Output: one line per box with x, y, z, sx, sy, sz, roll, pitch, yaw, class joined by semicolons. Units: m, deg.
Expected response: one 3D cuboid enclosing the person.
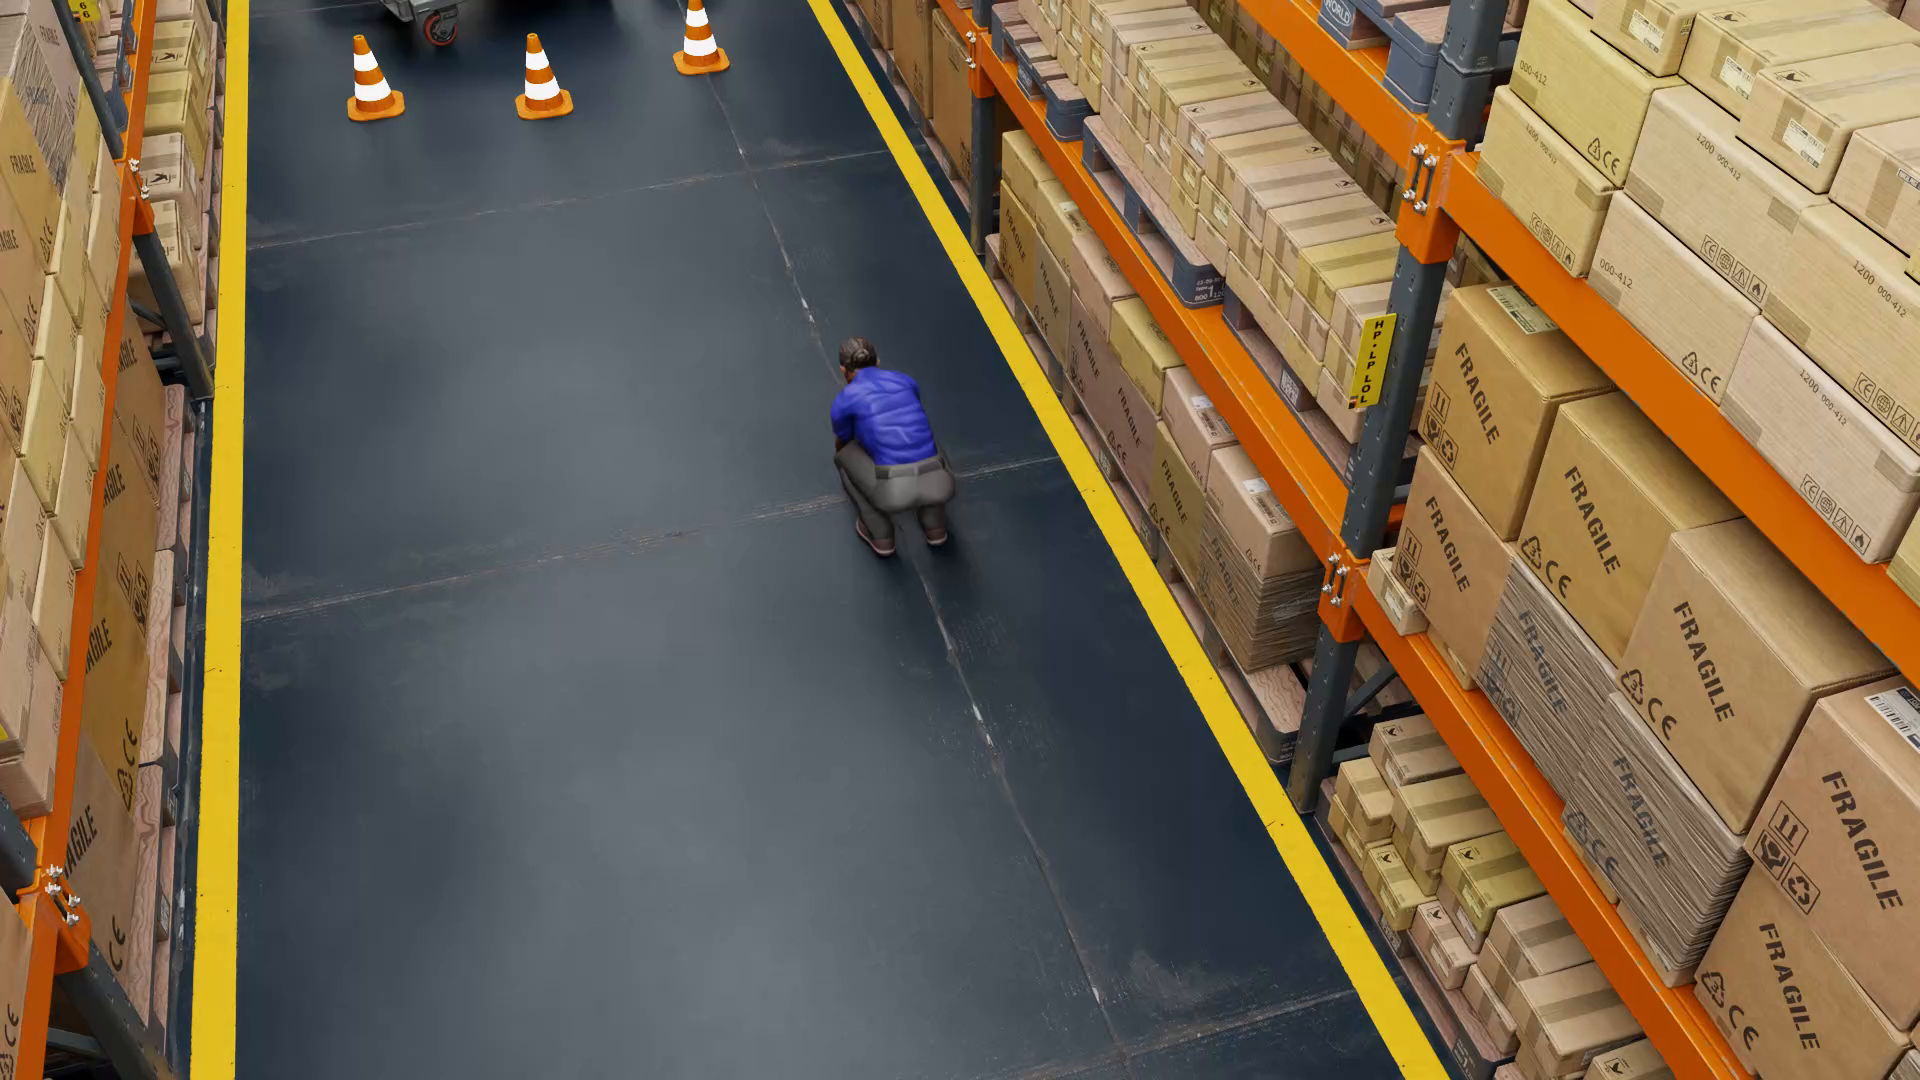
-0.307;-0.381;7.312;0.474;0.817;0.830;-12;44;-13;person
